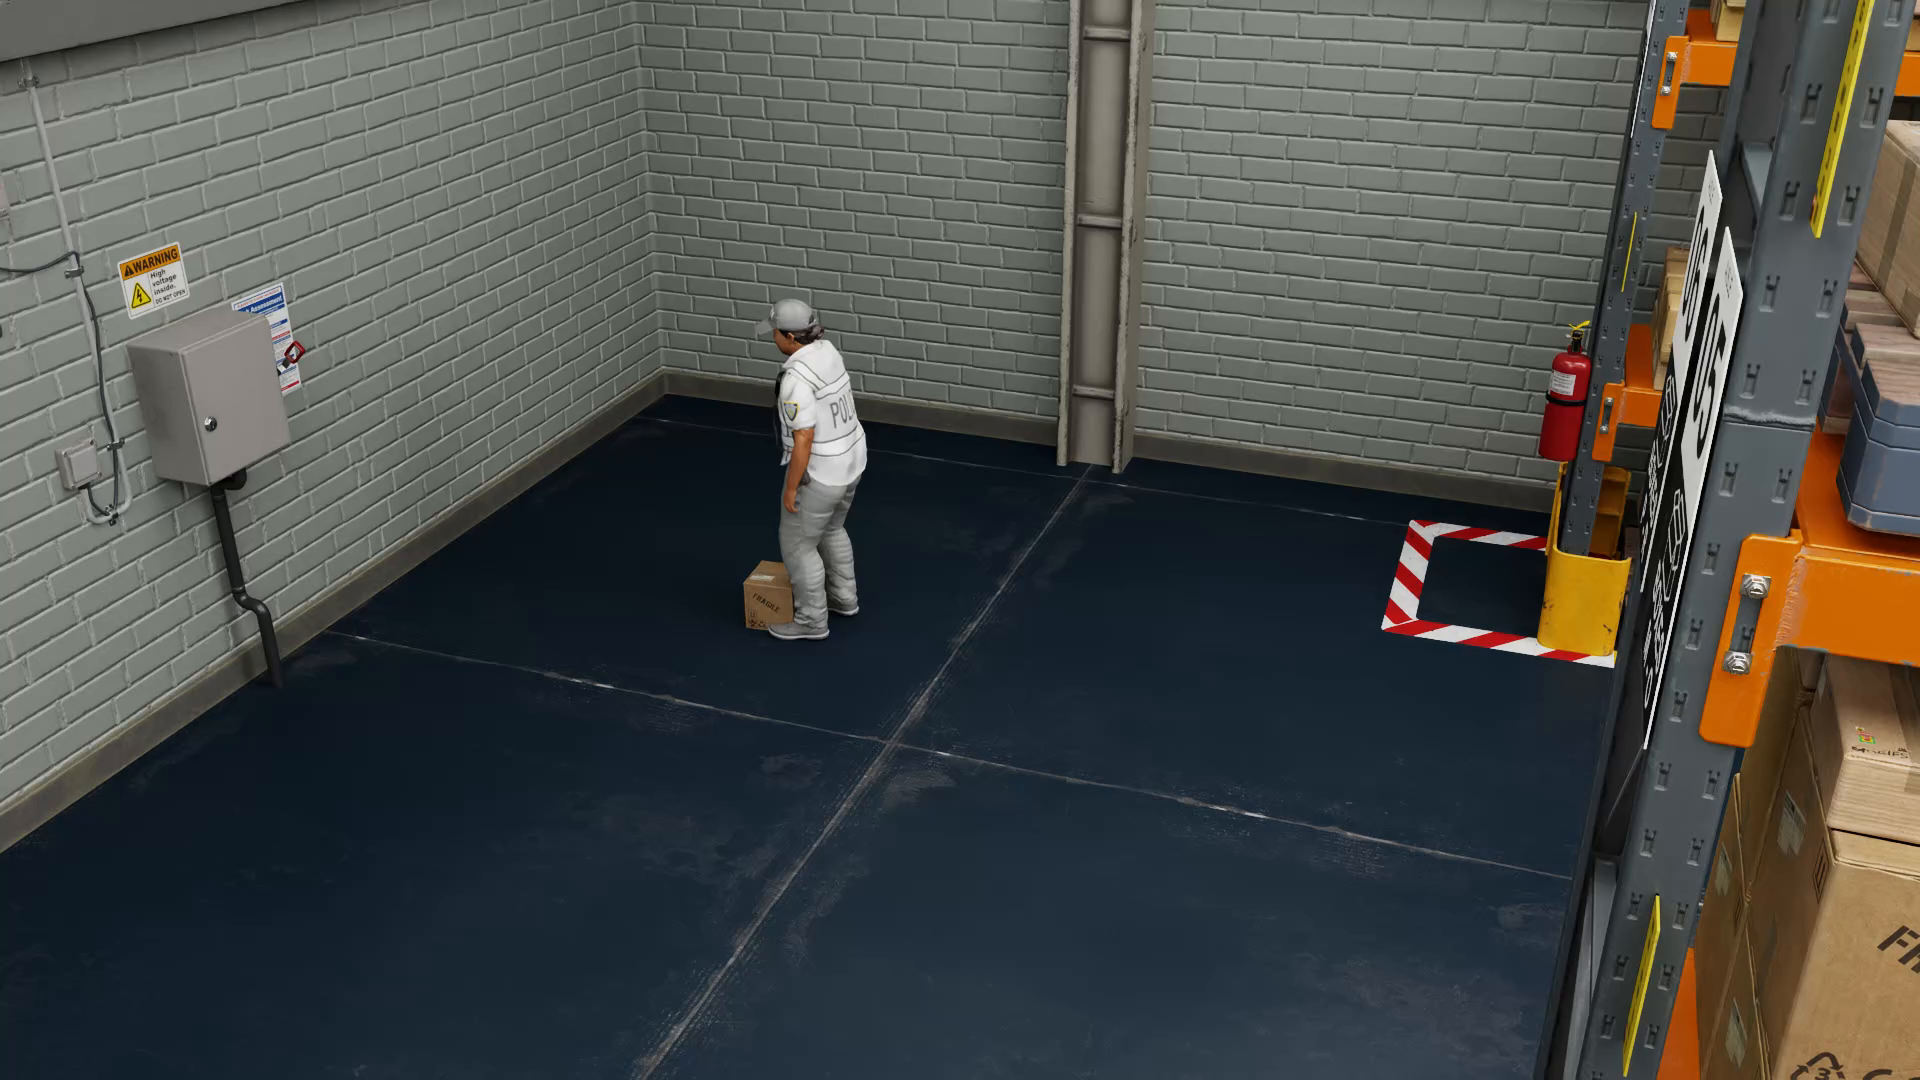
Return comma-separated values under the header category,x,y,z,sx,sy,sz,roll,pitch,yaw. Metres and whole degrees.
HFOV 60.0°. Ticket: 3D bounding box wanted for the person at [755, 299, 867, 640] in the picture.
category,x,y,z,sx,sy,sz,roll,pitch,yaw
person,-0.688,-0.327,7.779,0.472,1.666,0.546,9,27,17
